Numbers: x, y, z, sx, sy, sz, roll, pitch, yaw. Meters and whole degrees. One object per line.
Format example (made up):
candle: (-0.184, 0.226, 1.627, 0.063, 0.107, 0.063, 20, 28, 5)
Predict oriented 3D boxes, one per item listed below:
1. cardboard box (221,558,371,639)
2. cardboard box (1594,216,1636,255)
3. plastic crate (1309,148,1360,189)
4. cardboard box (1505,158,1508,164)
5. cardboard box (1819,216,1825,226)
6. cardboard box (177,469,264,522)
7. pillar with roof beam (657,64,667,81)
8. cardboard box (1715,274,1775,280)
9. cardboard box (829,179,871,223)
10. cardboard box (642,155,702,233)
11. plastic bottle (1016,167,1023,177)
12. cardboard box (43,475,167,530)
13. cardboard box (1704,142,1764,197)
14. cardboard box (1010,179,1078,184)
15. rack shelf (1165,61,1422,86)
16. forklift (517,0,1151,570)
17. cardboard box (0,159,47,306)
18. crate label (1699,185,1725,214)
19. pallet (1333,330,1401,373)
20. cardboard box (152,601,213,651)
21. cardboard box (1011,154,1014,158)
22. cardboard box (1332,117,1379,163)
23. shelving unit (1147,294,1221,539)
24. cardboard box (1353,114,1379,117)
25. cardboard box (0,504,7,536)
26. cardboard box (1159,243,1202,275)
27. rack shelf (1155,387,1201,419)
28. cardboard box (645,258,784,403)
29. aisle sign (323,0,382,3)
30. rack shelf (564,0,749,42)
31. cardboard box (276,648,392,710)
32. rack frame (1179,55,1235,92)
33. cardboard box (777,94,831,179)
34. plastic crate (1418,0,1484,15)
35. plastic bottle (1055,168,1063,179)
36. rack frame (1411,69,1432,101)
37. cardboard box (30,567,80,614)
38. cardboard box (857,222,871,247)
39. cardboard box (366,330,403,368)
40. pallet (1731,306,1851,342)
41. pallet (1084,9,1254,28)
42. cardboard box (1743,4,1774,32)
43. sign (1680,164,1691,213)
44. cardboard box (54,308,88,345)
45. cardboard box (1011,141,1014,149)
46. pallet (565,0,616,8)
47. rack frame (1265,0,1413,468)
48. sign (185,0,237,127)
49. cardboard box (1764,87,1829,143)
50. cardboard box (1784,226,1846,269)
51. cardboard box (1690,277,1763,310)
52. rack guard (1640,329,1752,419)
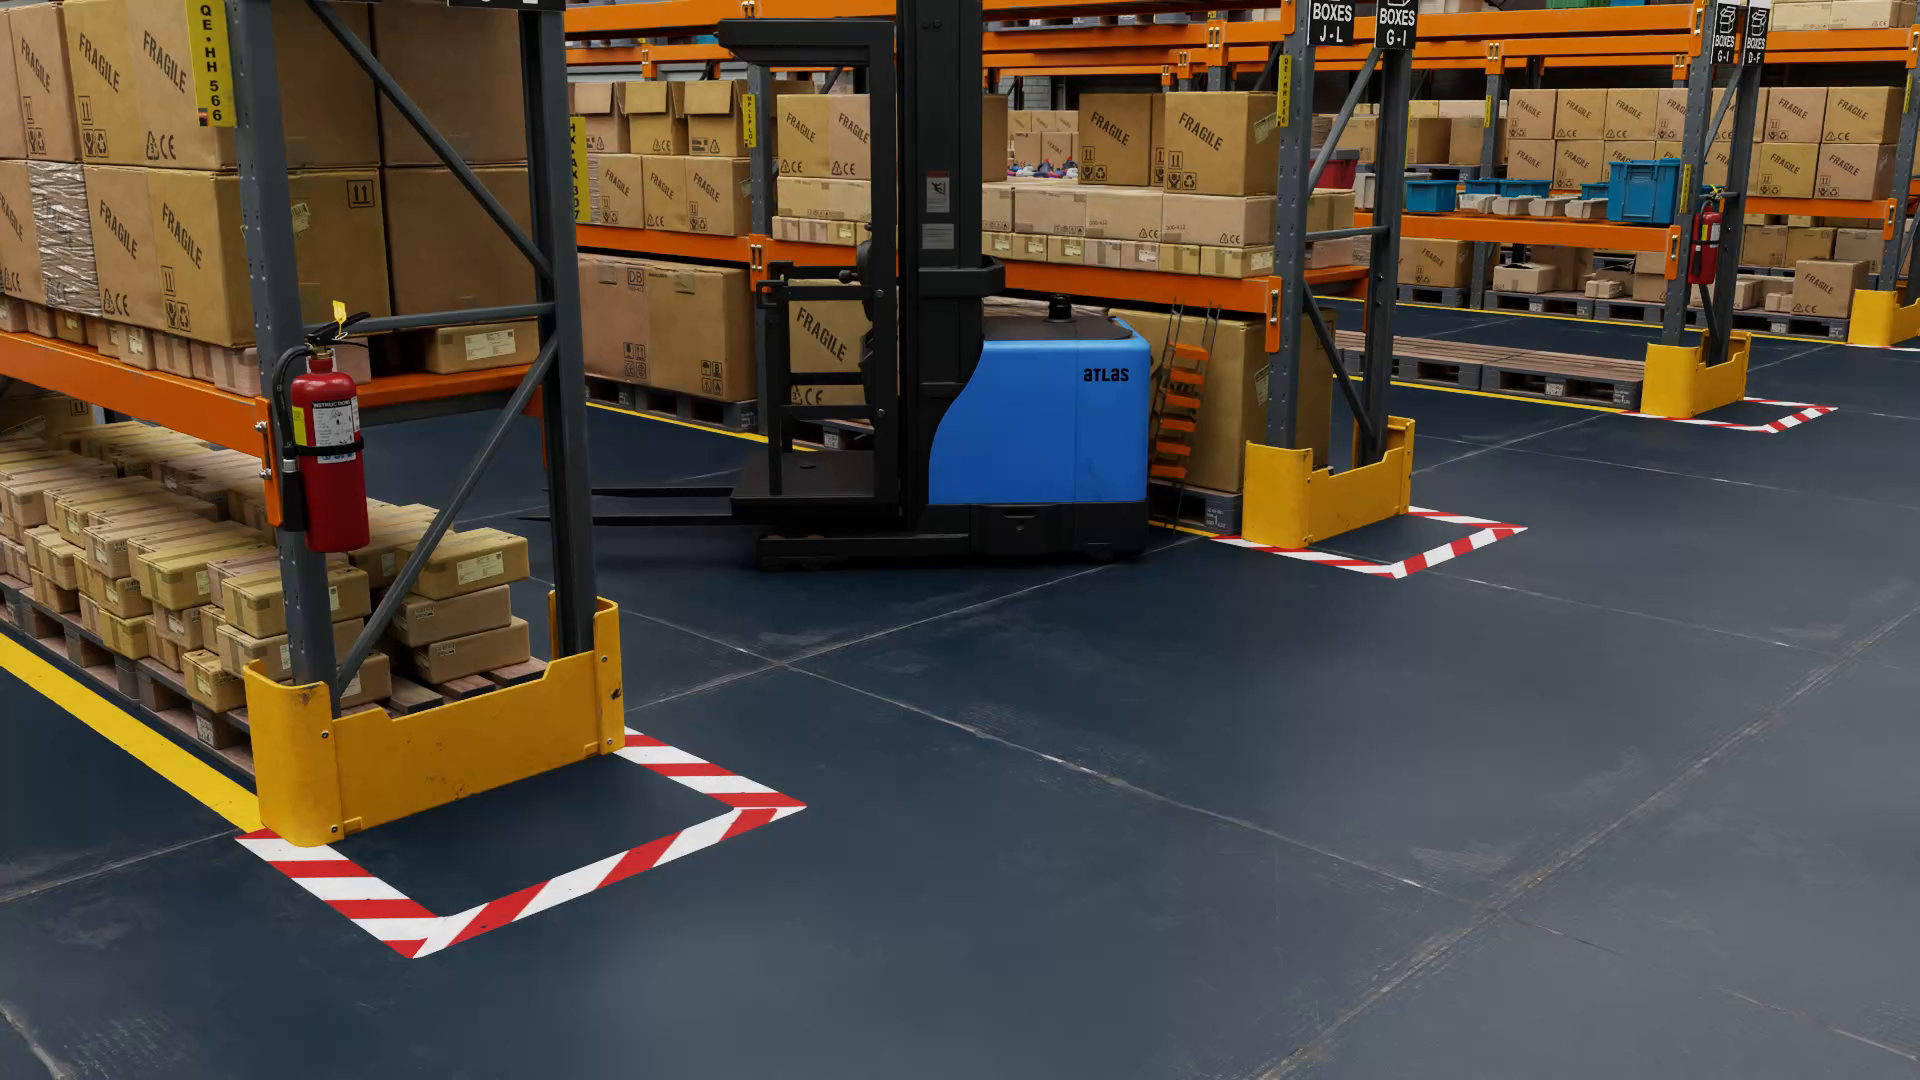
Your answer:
cardboard box: (-2.156, 0.187, 5.408, 0.250, 0.149, 0.380, 14, 20, 43)
cardboard box: (8.793, -4.188, 21.988, 0.750, 0.750, 0.750, 14, 20, 43)
plastic crate: (2.944, -2.995, 13.732, 0.583, 0.464, 0.402, 14, 20, 42)
cardboard box: (7.660, -5.157, 22.734, 0.250, 0.149, 0.380, 14, 20, 43)
cardboard box: (10.604, -3.972, 20.567, 0.250, 0.149, 0.380, 14, 20, 43)
cardboard box: (-2.949, -0.173, 6.790, 0.250, 0.149, 0.380, 14, 20, 42)
pillar with roof beam: (-9.809, -11.292, 33.921, 0.400, 9.000, 9.100, 14, 20, 42)
cardboard box: (7.881, -2.539, 16.809, 0.500, 0.250, 0.500, 14, 20, 42)
cardboard box: (-0.452, -2.092, 10.218, 0.500, 0.250, 0.500, 14, 20, 42)
cardboard box: (-1.840, -2.406, 11.520, 0.500, 0.500, 0.500, -14, 20, -42)
plastic bottle: (0.579, -3.413, 15.836, 0.097, 0.271, 0.097, 0, 15, 0)
cardboard box: (-3.417, -0.141, 6.666, 0.250, 0.149, 0.380, 13, 19, 40)
cardboard box: (7.553, -3.591, 16.067, 0.500, 0.500, 0.500, 14, 20, 43)
cardboard box: (0.641, -2.011, 9.908, 0.500, 0.250, 0.500, 13, 20, 41)
rack shelf: (5.032, -7.089, 25.166, 4.000, 0.370, 1.077, 14, 20, 42)
forklift: (-0.625, -1.411, 8.034, 3.031, 2.935, 1.130, -1, 15, -3)
cardboard box: (-3.191, -1.147, 6.096, 0.500, 0.500, 0.500, -13, 20, -41)
crate label: (5.405, -2.488, 12.244, 0.303, 0.233, 0.416, 14, 20, 42)
pallet: (3.031, -1.666, 14.407, 1.213, 0.211, 1.003, 14, 20, 42)
cardboard box: (-2.552, 0.246, 5.770, 0.250, 0.149, 0.380, 13, 19, 40)
cardboard box: (0.917, -5.250, 22.898, 0.258, 0.266, 0.396, 13, 19, 41)
cardboard box: (4.601, -4.585, 19.048, 0.500, 0.500, 0.700, 8, 17, 28)
shelving unit: (1.083, -0.623, 8.409, 0.189, 1.200, 0.258, 8, 14, -6)
cardboard box: (6.127, -5.977, 24.351, 0.500, 0.500, 0.700, 11, 18, 36)
cardboard box: (-3.995, -0.137, 7.241, 0.250, 0.149, 0.380, 14, 20, 42)
cardboard box: (1.244, -1.464, 8.600, 0.250, 0.149, 0.380, 14, 20, 43)
rack shelf: (1.096, -0.695, 8.391, 0.180, 0.103, 0.258, 8, 14, -6)
cardboard box: (-1.437, -1.521, 11.703, 0.875, 0.875, 1.225, 14, 20, 42)
aisle sign: (-1.754, -1.846, 4.412, 0.004, 0.787, 0.394, 14, 20, 42)
rack shelf: (-2.402, -3.691, 12.128, 4.000, 0.370, 1.077, 14, 20, 42)
cardboard box: (-2.122, 0.467, 5.513, 0.250, 0.149, 0.380, 14, 20, 43)
rack frame: (3.036, -4.735, 20.657, 0.127, 3.000, 1.000, 14, 20, 42)
cardboard box: (-0.795, -2.542, 10.459, 0.500, 0.500, 0.500, 14, 20, 42)
plastic crate: (3.695, -4.077, 12.705, 0.530, 0.136, 0.437, 14, 20, 42)
plastic bottle: (0.921, -3.351, 15.599, 0.097, 0.271, 0.097, 0, 15, 0)
rack frame: (6.472, -5.635, 24.110, 0.127, 3.000, 1.000, 14, 20, 42)
cardboard box: (-3.477, 0.163, 6.679, 0.250, 0.149, 0.380, 13, 19, 41)
cardboard box: (-0.411, -1.866, 10.145, 0.250, 0.149, 0.380, 13, 19, 41)
cardboard box: (-1.816, -0.687, 5.617, 0.380, 0.149, 0.250, -14, 20, -42)
pallet: (8.166, -2.138, 16.221, 1.213, 0.211, 1.003, 14, 20, 42)
pallet: (1.843, -4.616, 14.626, 1.003, 0.211, 1.213, 14, 20, 42)
cardboard box: (7.521, -4.931, 15.756, 0.500, 0.250, 0.500, 14, 20, 42)
sign: (4.984, -2.413, 11.421, 0.005, 0.325, 0.100, 14, 20, 42)
cardboard box: (-3.098, -0.824, 6.145, 0.250, 0.149, 0.380, 14, 20, 43)
cardboard box: (1.228, -6.741, 28.612, 0.500, 0.250, 0.500, 13, 19, 41)
pallet: (-2.535, -4.000, 12.259, 1.003, 0.211, 1.213, -13, 20, -42)
rack frame: (1.917, -1.538, 8.385, 0.127, 3.000, 1.000, 14, 20, 42)
sign: (-1.998, -1.271, 4.439, 0.005, 0.325, 0.100, 14, 20, 42)
cardboard box: (7.920, -3.984, 15.591, 0.500, 0.500, 0.500, -14, 20, -43)
cardboard box: (10.546, -3.600, 20.426, 0.700, 0.500, 0.500, -14, 20, -43)
cardboard box: (7.570, -2.440, 16.427, 0.500, 0.250, 0.500, 14, 20, 42)
rack guard: (5.381, -1.225, 12.143, 0.348, 0.500, 1.175, 14, 20, 42)
